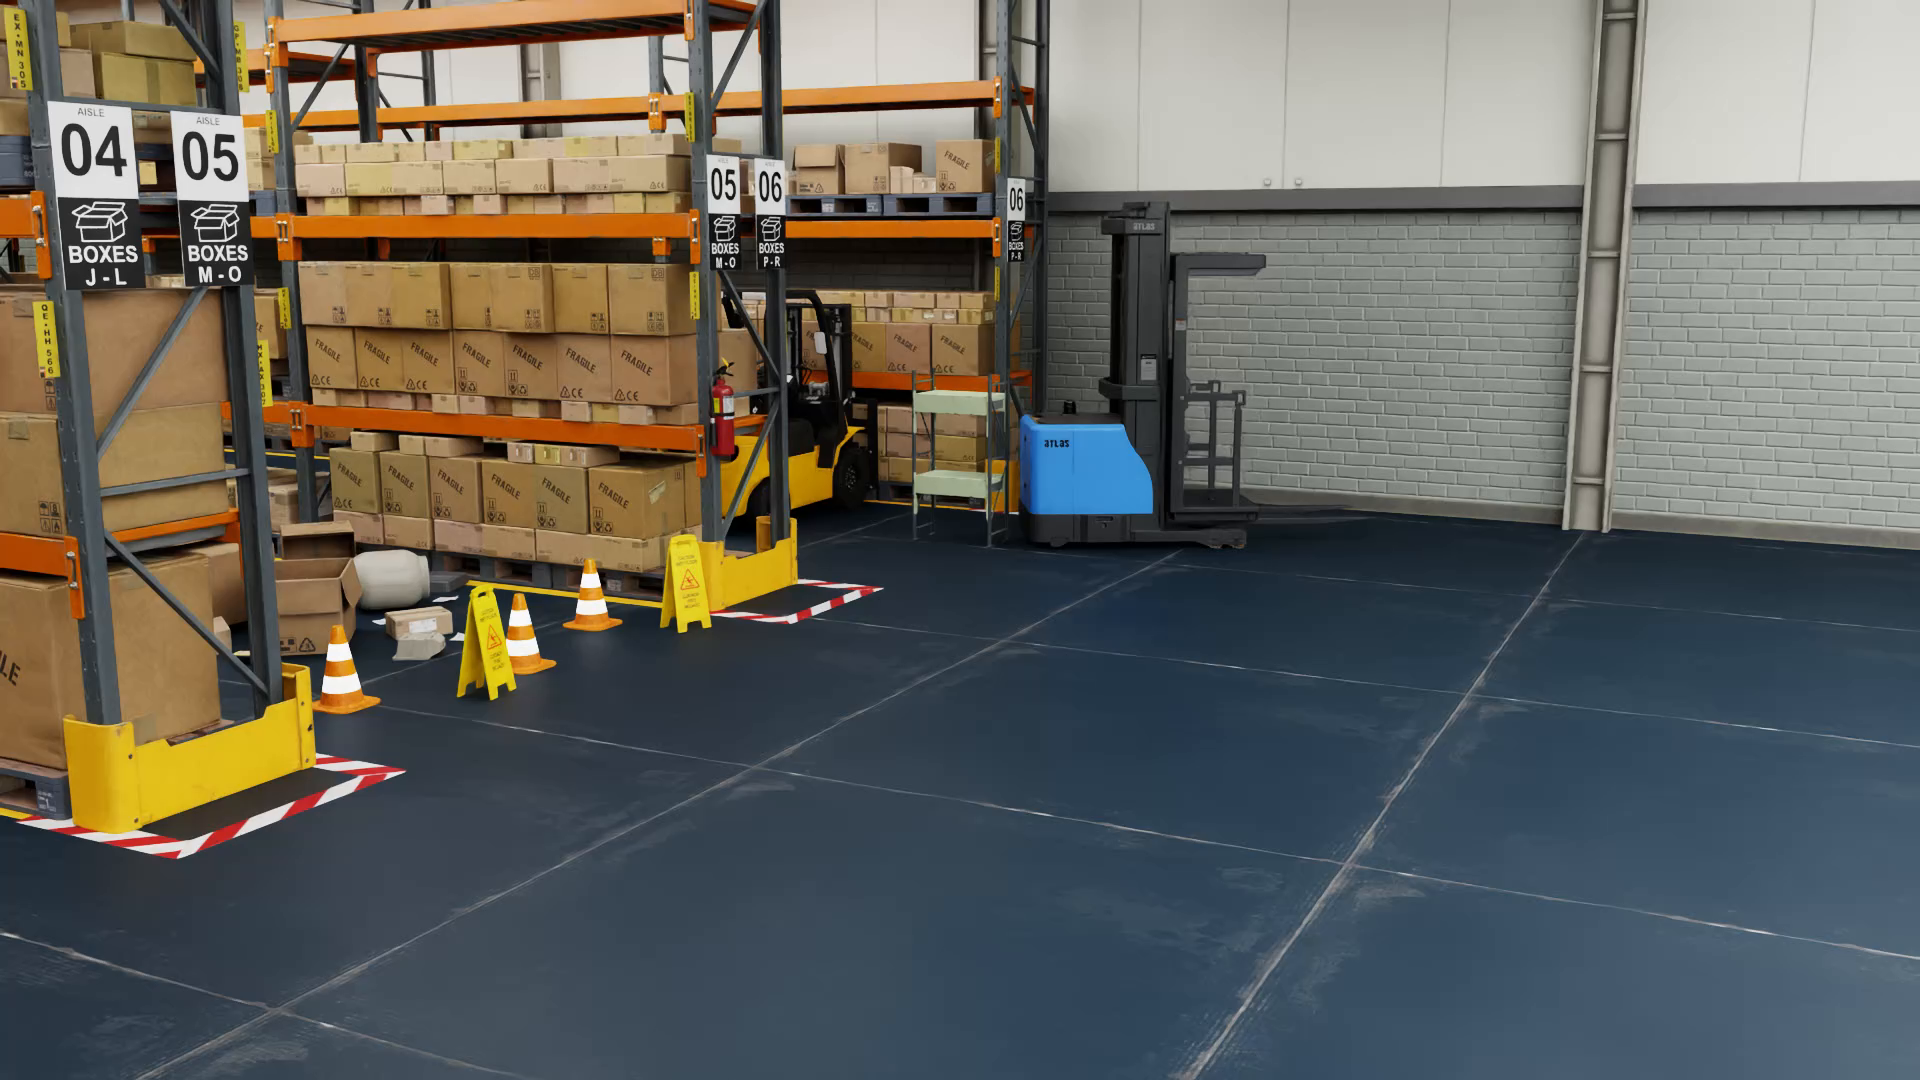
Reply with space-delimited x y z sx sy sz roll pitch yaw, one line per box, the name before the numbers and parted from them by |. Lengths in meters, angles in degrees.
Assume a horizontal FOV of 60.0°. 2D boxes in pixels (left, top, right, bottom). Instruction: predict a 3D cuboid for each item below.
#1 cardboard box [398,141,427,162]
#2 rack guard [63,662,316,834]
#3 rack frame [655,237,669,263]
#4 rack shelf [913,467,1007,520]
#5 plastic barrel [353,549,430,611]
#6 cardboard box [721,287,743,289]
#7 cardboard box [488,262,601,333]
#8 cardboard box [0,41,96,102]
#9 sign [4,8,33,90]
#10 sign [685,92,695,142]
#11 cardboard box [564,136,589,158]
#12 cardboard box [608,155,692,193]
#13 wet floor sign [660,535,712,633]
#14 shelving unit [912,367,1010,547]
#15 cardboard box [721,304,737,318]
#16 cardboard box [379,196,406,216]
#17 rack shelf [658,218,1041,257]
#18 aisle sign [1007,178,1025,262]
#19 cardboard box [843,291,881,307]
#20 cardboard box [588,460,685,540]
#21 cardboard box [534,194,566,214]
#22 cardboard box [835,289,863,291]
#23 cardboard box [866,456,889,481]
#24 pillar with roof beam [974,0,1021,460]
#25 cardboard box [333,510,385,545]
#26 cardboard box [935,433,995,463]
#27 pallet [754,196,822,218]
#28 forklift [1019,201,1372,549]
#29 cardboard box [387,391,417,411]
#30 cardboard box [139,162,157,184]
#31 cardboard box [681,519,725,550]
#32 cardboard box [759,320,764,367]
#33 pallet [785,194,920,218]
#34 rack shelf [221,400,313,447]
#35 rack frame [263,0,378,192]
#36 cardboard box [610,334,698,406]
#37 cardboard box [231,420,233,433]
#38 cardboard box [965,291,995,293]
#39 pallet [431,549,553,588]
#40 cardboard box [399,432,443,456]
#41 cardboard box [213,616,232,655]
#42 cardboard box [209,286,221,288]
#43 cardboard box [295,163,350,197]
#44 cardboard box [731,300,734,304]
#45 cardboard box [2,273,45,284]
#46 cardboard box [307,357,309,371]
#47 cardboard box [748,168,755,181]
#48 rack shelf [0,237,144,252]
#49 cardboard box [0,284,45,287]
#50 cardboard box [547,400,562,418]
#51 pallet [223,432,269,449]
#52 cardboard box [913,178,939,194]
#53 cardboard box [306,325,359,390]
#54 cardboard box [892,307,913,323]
cardboard box | -4.082 -2.970 12.763 0.250 0.149 0.380 5 11 24
rack guard | -3.658 0.969 7.974 0.348 0.500 1.175 5 11 26
rack frame | -2.974 -2.170 18.298 0.127 3.000 1.000 5 11 26
rack shelf | 0.006 -0.417 14.652 0.720 0.370 0.431 5 11 26
plastic barrel | -4.102 0.285 11.967 0.512 0.421 0.421 -4 11 -23
cardboard box | -2.554 -2.708 18.332 0.250 0.149 0.380 5 11 26
cardboard box | -3.088 -1.820 12.438 0.500 0.500 0.700 5 11 25
cardboard box | -4.242 -2.062 7.402 0.500 0.250 0.500 5 11 27
sign | -3.932 -2.050 6.950 0.005 0.325 0.100 5 11 26
sign | -1.844 -2.886 11.347 0.005 0.325 0.100 5 11 26
cardboard box | -2.670 -2.858 12.142 0.250 0.149 0.380 5 11 26
cardboard box | -2.158 -2.608 11.879 0.500 0.250 0.500 5 11 25
wet floor sign | -1.883 0.283 11.357 0.267 0.644 0.232 -10 14 -43
shelving unit | 0.006 -0.737 14.594 0.755 1.500 0.431 5 11 26
cardboard box | -2.326 -2.435 17.660 0.250 0.149 0.380 5 11 26
cardboard box | -4.308 -2.608 13.001 0.250 0.149 0.380 5 12 28
rack shelf | -1.181 -3.134 17.224 4.000 0.370 1.077 5 11 26
aisle sign | 0.542 -3.082 16.037 0.004 0.787 0.394 5 11 26
cardboard box | -0.991 -2.449 16.900 0.250 0.149 0.380 5 12 27
cardboard box | -2.414 -0.306 12.434 0.500 0.500 0.500 5 11 26
cardboard box | -2.927 -2.481 12.299 0.250 0.149 0.380 5 11 25
cardboard box | -1.207 -2.577 17.608 0.250 0.149 0.380 5 12 27
cardboard box | -0.835 -0.777 17.140 0.500 0.250 0.500 5 11 26
pillar with roof beam | -1.518 -4.318 13.321 0.400 9.000 9.100 5 11 26
cardboard box | -4.758 -0.141 13.628 0.500 0.250 0.500 4 11 23
cardboard box | 0.038 -0.943 16.655 0.500 0.250 0.500 5 11 25
pallet | -2.198 -3.539 17.690 1.213 0.211 1.003 5 11 26
forklift | 2.073 -1.460 14.565 3.031 2.935 1.130 -1 10 -3
cardboard box | -4.319 -1.125 13.227 0.250 0.149 0.380 5 12 28
cardboard box | -6.664 -3.090 14.199 0.500 0.250 0.500 5 11 27
cardboard box | -2.181 -0.023 12.977 0.500 0.250 0.500 5 11 25
cardboard box | -1.763 -2.064 17.434 0.500 0.500 0.500 5 11 25
pallet | -1.108 -3.443 17.158 1.213 0.211 1.003 5 11 26
rack shelf | -6.961 -1.181 14.851 4.000 0.370 1.077 5 11 26
rack frame | -5.167 -4.329 13.382 0.127 3.000 1.000 5 11 26
cardboard box | -2.189 -1.256 12.132 0.500 0.500 0.500 5 11 25
cardboard box | -8.887 -1.623 21.113 0.500 0.500 0.500 5 11 24
cardboard box | 0.195 -2.461 16.969 0.250 0.149 0.380 5 12 28
pallet | -3.451 0.138 13.373 1.213 0.211 1.003 5 11 26
cardboard box | -4.211 -0.770 13.174 0.250 0.149 0.380 6 12 28
cardboard box | -4.911 0.608 10.624 0.258 0.266 0.396 7 13 36
cardboard box | -6.305 -2.151 14.076 0.250 0.149 0.380 5 11 24
cardboard box | -4.894 -2.847 13.202 0.500 0.250 0.500 5 11 25
cardboard box | -2.313 -2.587 17.667 0.250 0.149 0.380 5 11 25
cardboard box | -9.089 -2.311 15.990 0.500 0.500 0.500 5 11 24
cardboard box | -5.523 -1.554 14.420 0.250 0.149 0.380 5 11 27
cardboard box | -2.336 -3.754 17.415 0.500 0.311 0.500 5 12 27
rack shelf | -11.942 -4.080 22.449 4.000 0.370 1.077 5 11 26
cardboard box | -4.972 -0.998 8.370 0.550 0.550 0.875 5 11 26
cardboard box | -2.919 -1.017 12.635 0.250 0.149 0.380 5 11 27
pallet | -9.403 -1.370 21.708 1.213 0.211 1.003 5 11 26
cardboard box | -0.265 -3.480 16.358 0.250 0.149 0.380 5 11 24
cardboard box | -4.896 -1.493 13.443 0.500 0.500 0.500 5 11 26
cardboard box | -0.487 -2.273 16.763 0.250 0.149 0.380 5 11 25
